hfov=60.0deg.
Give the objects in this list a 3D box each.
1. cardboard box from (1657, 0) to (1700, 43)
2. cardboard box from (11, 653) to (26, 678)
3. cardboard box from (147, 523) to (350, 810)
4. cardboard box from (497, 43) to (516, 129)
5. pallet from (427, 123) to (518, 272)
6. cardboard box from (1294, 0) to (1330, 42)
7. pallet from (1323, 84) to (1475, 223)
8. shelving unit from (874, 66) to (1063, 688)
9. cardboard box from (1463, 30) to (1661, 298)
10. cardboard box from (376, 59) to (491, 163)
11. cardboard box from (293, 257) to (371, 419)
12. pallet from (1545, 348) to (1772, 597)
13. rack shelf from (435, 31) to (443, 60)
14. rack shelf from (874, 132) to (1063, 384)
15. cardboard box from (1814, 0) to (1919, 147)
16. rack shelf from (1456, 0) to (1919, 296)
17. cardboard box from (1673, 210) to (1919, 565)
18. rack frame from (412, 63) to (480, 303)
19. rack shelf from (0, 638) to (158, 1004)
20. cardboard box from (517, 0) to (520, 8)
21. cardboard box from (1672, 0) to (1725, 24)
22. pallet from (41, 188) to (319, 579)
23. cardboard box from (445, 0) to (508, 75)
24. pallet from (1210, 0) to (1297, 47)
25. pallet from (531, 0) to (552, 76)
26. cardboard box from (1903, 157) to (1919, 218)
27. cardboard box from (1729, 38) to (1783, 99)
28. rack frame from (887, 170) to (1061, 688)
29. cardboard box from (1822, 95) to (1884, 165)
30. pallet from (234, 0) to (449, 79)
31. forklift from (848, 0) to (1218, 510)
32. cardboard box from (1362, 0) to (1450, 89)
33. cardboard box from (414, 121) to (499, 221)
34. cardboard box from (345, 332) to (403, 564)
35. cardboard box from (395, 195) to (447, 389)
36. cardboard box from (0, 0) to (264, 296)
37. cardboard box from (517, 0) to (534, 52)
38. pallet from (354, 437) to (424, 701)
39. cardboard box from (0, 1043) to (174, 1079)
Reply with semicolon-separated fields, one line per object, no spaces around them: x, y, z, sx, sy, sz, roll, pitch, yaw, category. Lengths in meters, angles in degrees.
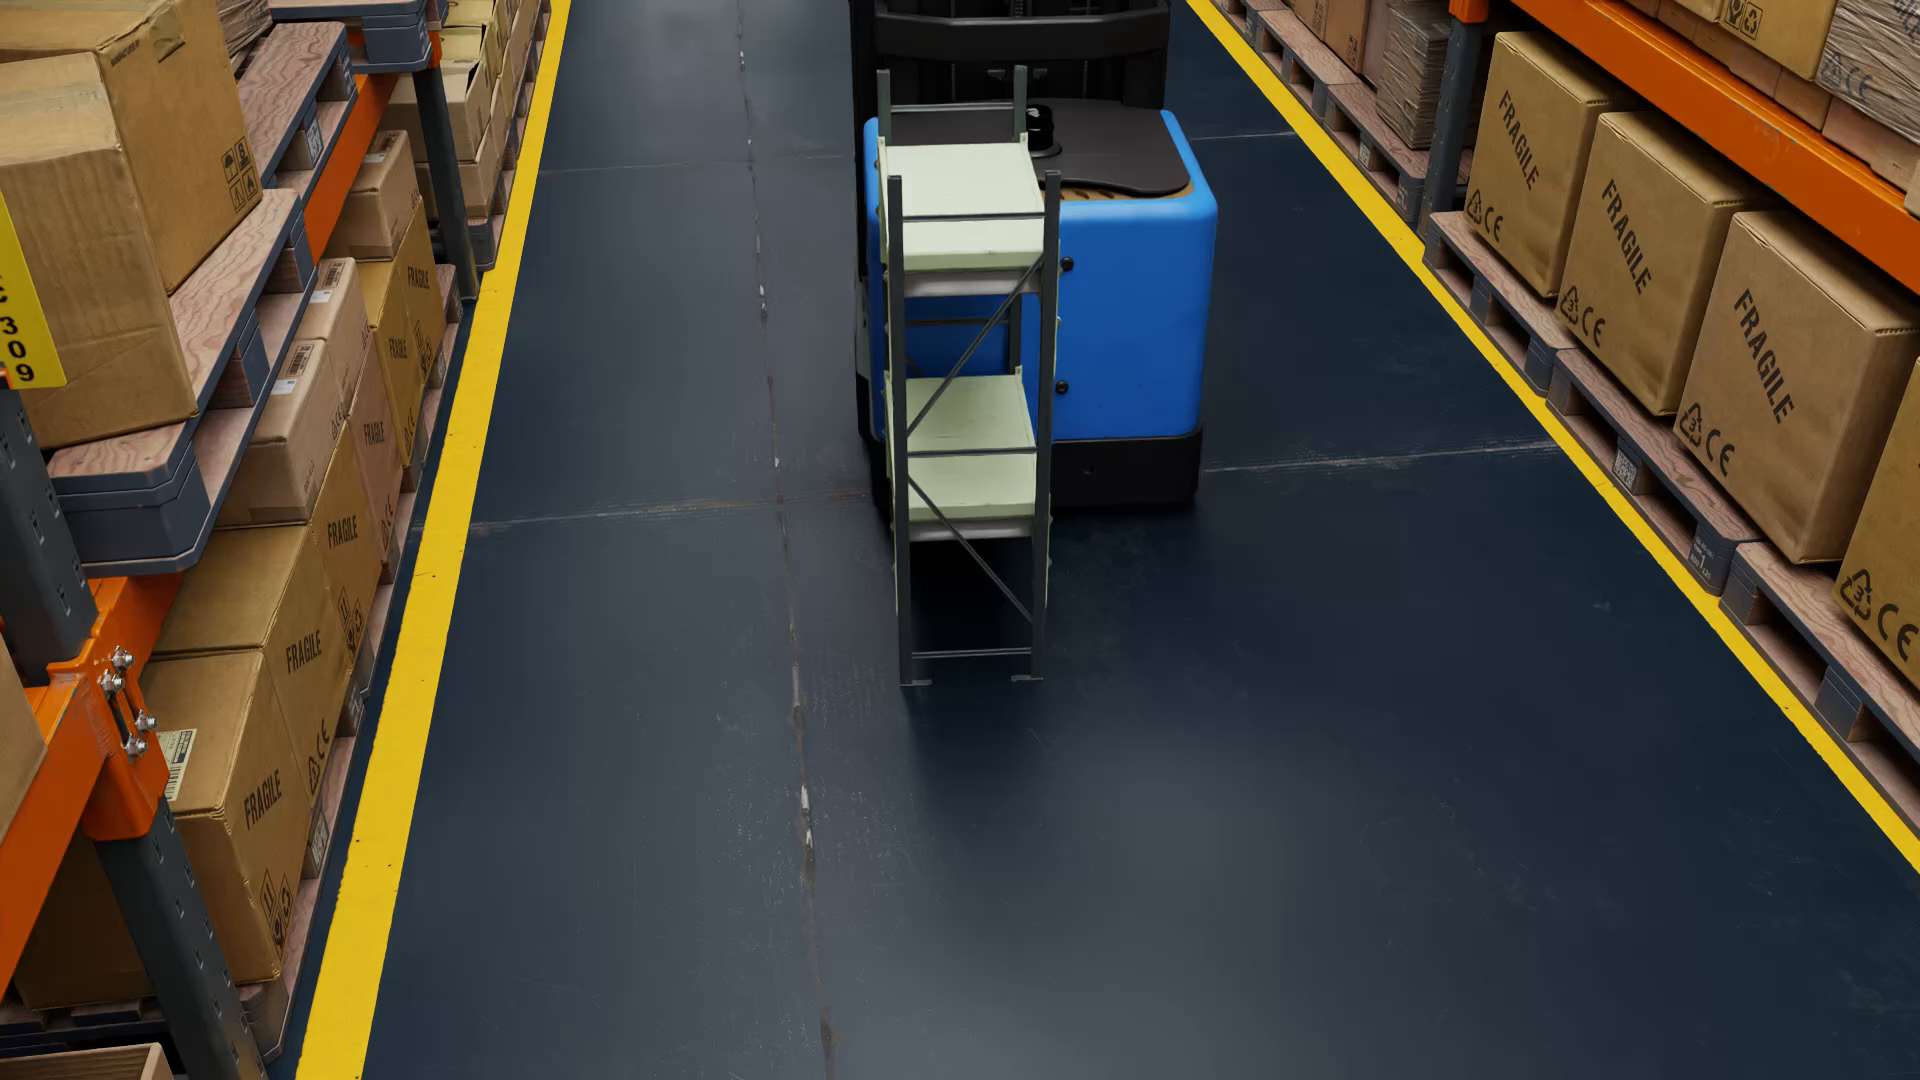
2.466;-1.696;5.281;0.380;0.149;0.250;-4;34;-5;cardboard box
-2.305;0.366;3.878;0.500;0.500;0.500;-4;35;-6;cardboard box
-1.802;0.311;3.959;0.500;0.500;0.500;-4;34;-6;cardboard box
-2.358;-2.109;7.749;0.500;0.250;0.500;-5;35;-8;cardboard box
-2.506;-1.497;7.259;1.003;0.211;1.213;-4;35;-6;pallet
2.199;-2.963;8.764;0.700;0.500;0.500;-4;34;-6;cardboard box
2.371;-1.848;7.774;1.003;0.211;1.213;-4;35;-6;pallet
0.006;-0.426;4.542;0.431;1.500;0.755;-2;34;-3;shelving unit
2.443;-1.429;6.219;0.750;0.750;0.750;-5;35;-7;cardboard box
-2.213;-1.770;6.755;0.500;0.311;0.500;-3;34;-5;cardboard box
-1.922;-0.540;4.542;0.500;0.250;0.500;-5;35;-7;cardboard box
2.666;-0.287;5.484;1.003;0.211;1.213;-4;35;-6;pallet
-2.703;-3.006;7.636;1.077;0.370;4.000;-4;35;-6;rack shelf
0.006;-0.748;4.322;0.431;0.370;0.720;-2;34;-3;rack shelf
2.563;-1.308;4.135;0.500;0.500;0.500;-4;35;-6;cardboard box
2.743;-1.151;4.914;1.077;0.370;4.000;-4;35;-6;rack shelf
2.673;-0.466;4.806;0.750;0.750;0.750;-3;34;-5;cardboard box
-2.434;-2.187;5.795;1.000;3.000;0.127;-4;35;-6;rack frame
-1.627;1.459;1.085;1.077;0.370;4.000;-4;35;-6;rack shelf
-2.492;-2.915;8.435;0.500;0.311;0.500;-4;35;-7;cardboard box
2.413;-1.876;4.969;0.500;0.500;0.500;-5;35;-7;cardboard box
-1.895;-0.330;3.241;1.003;0.211;1.213;-4;35;-6;pallet
-2.359;-2.348;7.602;0.500;0.311;0.500;-5;35;-8;cardboard box
2.042;-3.210;9.772;1.003;0.211;1.213;-4;35;-6;pallet
-2.834;-2.859;9.257;1.003;0.211;1.213;-4;35;-6;pallet
2.545;-0.834;4.015;0.380;0.149;0.250;-4;35;-6;cardboard box
2.506;-1.412;4.864;0.380;0.149;0.250;-4;34;-6;cardboard box
0.032;-0.220;4.241;0.400;1.500;0.023;-2;34;-3;rack frame
2.559;-1.116;4.429;0.380;0.149;0.250;-5;35;-8;cardboard box
-2.273;-1.735;5.302;1.213;0.211;1.003;-4;35;-6;pallet
0.152;-2.105;5.736;1.130;2.935;3.031;-2;34;-3;forklift
2.372;-2.407;7.948;0.700;0.500;0.500;-4;35;-6;cardboard box
-2.213;-1.539;6.913;0.500;0.250;0.500;-4;35;-7;cardboard box
-1.930;-0.250;4.783;0.500;0.500;0.500;-6;35;-8;cardboard box
-2.076;-0.832;5.636;0.500;0.500;0.500;-3;34;-5;cardboard box
-1.893;-0.830;3.342;0.700;0.500;0.500;1;34;1;cardboard box
-2.493;-2.679;8.586;0.500;0.250;0.500;-4;34;-5;cardboard box
-2.210;0.064;4.968;1.003;0.211;1.213;-4;35;-6;pallet
-1.538;1.193;2.665;0.500;0.500;0.500;-4;35;-6;cardboard box
